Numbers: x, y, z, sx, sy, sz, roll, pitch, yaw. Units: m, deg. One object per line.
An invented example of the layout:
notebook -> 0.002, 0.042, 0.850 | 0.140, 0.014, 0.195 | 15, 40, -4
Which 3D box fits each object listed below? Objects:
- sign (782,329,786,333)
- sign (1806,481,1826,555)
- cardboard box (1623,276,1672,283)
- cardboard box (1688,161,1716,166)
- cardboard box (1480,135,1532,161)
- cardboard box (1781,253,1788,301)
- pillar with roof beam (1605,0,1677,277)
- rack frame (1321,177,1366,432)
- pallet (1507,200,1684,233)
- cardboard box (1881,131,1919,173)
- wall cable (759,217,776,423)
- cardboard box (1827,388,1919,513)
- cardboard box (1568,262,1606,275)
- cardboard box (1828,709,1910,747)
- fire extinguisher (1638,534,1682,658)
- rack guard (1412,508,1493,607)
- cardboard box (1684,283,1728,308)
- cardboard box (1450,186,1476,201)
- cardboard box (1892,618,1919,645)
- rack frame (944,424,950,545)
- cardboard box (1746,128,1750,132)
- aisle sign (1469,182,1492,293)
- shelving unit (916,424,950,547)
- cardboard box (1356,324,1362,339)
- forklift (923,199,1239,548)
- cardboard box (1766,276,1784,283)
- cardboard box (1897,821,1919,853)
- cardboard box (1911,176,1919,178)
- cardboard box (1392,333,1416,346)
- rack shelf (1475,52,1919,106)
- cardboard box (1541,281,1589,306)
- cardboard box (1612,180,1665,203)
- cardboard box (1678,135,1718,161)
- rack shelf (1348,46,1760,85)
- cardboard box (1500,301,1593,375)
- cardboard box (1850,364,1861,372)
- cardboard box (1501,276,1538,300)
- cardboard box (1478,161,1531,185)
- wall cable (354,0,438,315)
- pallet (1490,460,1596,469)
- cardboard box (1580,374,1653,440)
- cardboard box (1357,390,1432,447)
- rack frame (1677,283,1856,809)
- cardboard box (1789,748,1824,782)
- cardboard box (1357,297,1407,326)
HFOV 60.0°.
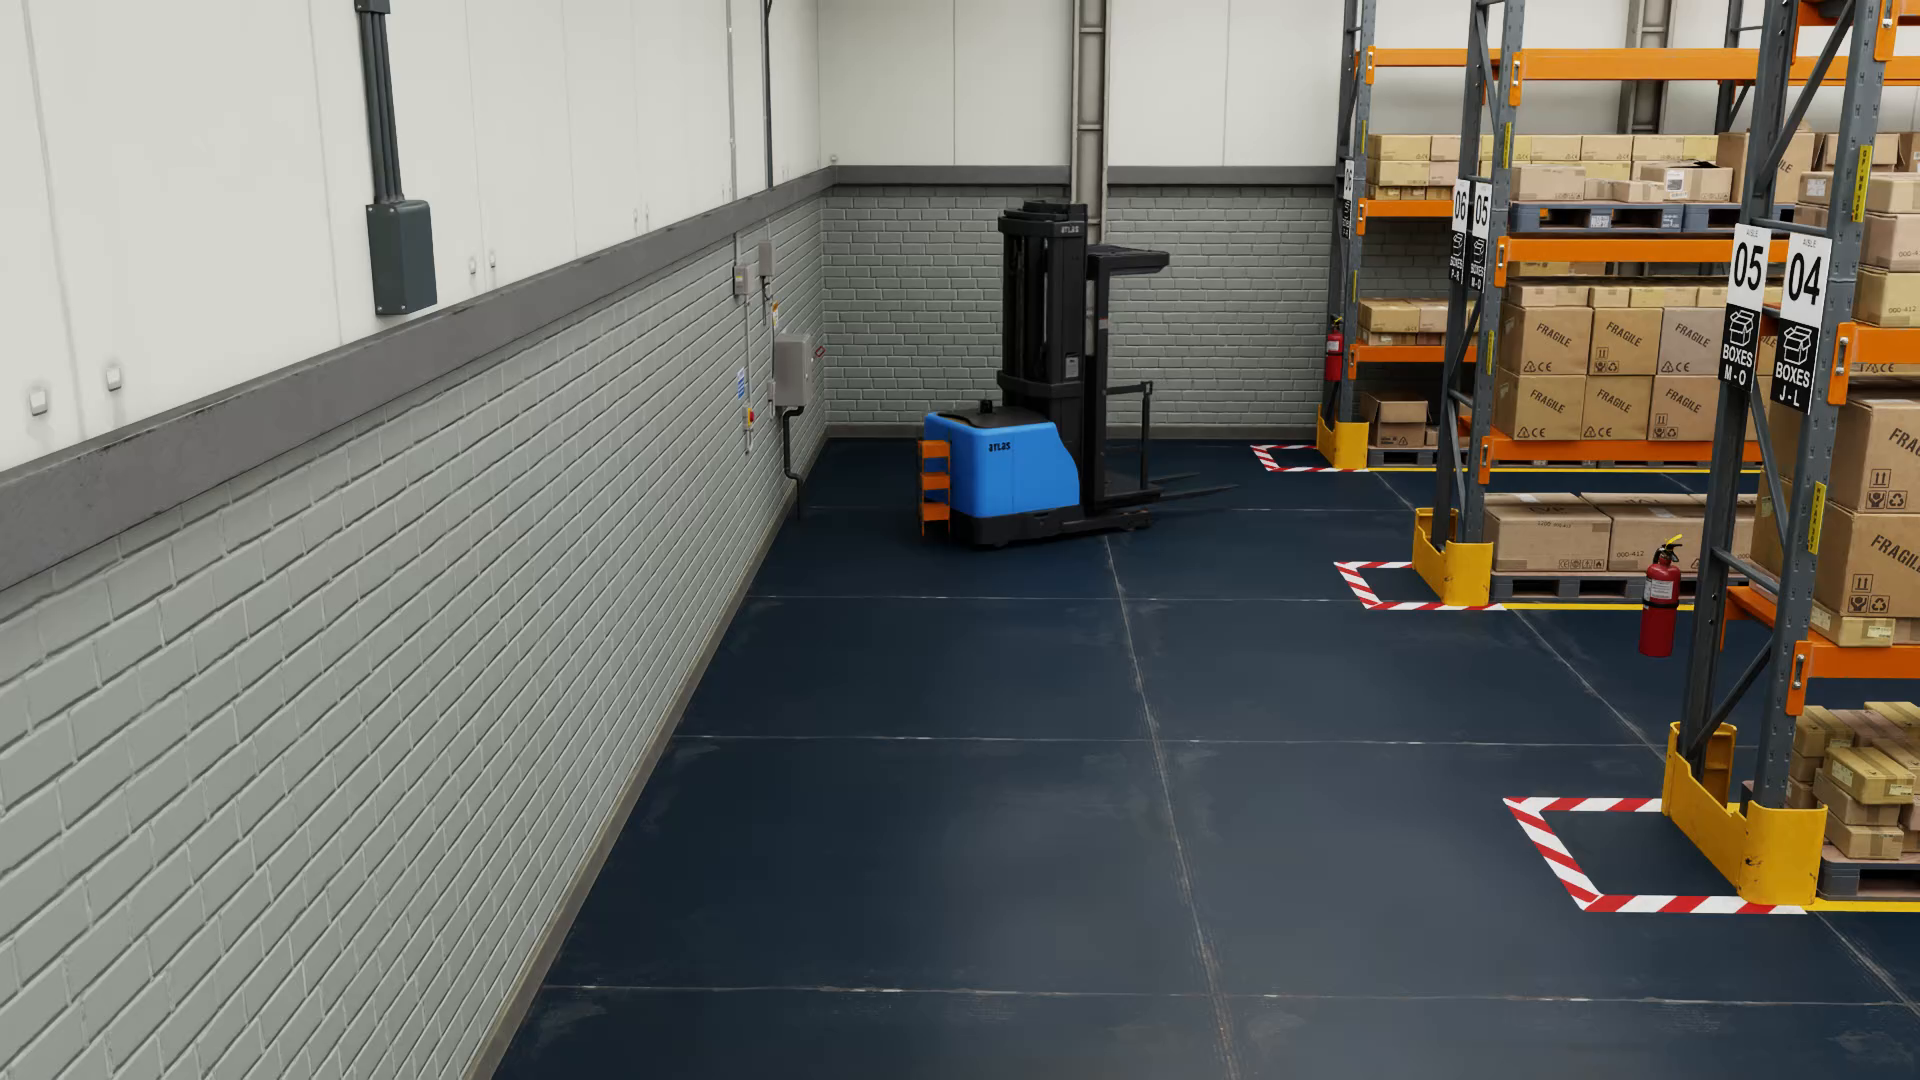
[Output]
sign -> -1.657, -1.731, 15.707 | 0.001, 0.494, 0.329 | 0, 15, 1
sign -> 3.936, -0.101, 7.647 | 0.005, 0.325, 0.100 | 0, 15, 1
cardboard box -> 5.364, -1.971, 13.002 | 0.250, 0.149, 0.380 | 0, 15, 1
cardboard box -> 7.608, -3.785, 17.137 | 0.500, 0.250, 0.500 | 0, 15, 2
cardboard box -> 5.546, -4.039, 17.118 | 0.500, 0.250, 0.500 | 0, 15, 1
cardboard box -> 4.411, -1.264, 8.163 | 0.500, 0.250, 0.500 | 0, 15, 0
pillar with roof beam -> 7.314, -4.361, 13.730 | 0.400, 9.000, 9.100 | 0, 15, 1
rack frame -> 4.098, -2.350, 17.867 | 0.127, 3.000, 1.000 | 0, 15, 1
pallet -> 4.717, -2.490, 12.690 | 1.213, 0.211, 1.003 | 0, 15, 1
cardboard box -> 7.391, -2.866, 12.726 | 0.500, 0.500, 0.500 | 1, 15, 2
wall cable -> -1.637, -1.968, 14.428 | 0.122, 1.984, 0.588 | 0, 15, 1
cardboard box -> 4.392, -0.426, 7.836 | 0.500, 0.500, 0.500 | 0, 15, 1
cardboard box -> 6.615, -2.835, 17.948 | 0.500, 0.500, 0.500 | 0, 15, 0
cardboard box -> 4.735, 1.022, 8.686 | 0.250, 0.149, 0.380 | 1, 15, 3
fire extinguisher -> 3.710, 0.277, 8.792 | 0.183, 0.674, 0.296 | 0, 15, 1
rack guard -> 3.951, 0.124, 13.389 | 0.348, 0.500, 1.175 | 0, 15, 1
cardboard box -> 5.620, -1.844, 12.524 | 0.250, 0.149, 0.380 | 1, 15, 2
cardboard box -> 5.176, -3.589, 17.174 | 0.250, 0.149, 0.380 | 1, 15, 3
cardboard box -> 4.521, 0.377, 8.023 | 0.250, 0.149, 0.380 | 1, 15, 3
rack frame -> -0.116, -0.484, 14.618 | 0.008, 1.050, 0.200 | -4, 15, -14
cardboard box -> 8.405, -4.264, 17.319 | 0.258, 0.266, 0.396 | 0, 15, 1
aisle sign -> 3.896, -2.268, 12.459 | 0.004, 0.787, 0.394 | 0, 15, 1
shelving unit -> -0.234, -0.477, 14.588 | 0.252, 1.050, 0.215 | -4, 15, -14
cardboard box -> 4.437, -2.295, 18.151 | 0.250, 0.149, 0.380 | 0, 15, 1
forklift -> 1.202, -1.603, 15.171 | 3.031, 2.935, 1.130 | -8, 17, -29
cardboard box -> 6.387, -1.967, 12.989 | 0.250, 0.149, 0.380 | 0, 15, 1
cardboard box -> 4.729, 1.420, 8.343 | 0.250, 0.149, 0.380 | 0, 15, 1
cardboard box -> 4.522, -1.567, 7.552 | 0.250, 0.149, 0.380 | 1, 15, 4
cardboard box -> 4.676, -2.167, 17.664 | 0.250, 0.149, 0.380 | 1, 15, 3
rack shelf -> 5.975, -3.431, 12.397 | 4.000, 0.370, 1.077 | 0, 15, 1
cardboard box -> 4.587, -1.873, 12.632 | 0.250, 0.149, 0.380 | 1, 15, 3
cardboard box -> 5.057, -2.599, 12.403 | 0.250, 0.149, 0.380 | 1, 15, 3
cardboard box -> 7.586, -4.029, 17.083 | 0.500, 0.250, 0.500 | 0, 15, 2
rack shelf -> 6.098, -4.888, 17.145 | 4.000, 0.370, 1.077 | 0, 15, 1
cardboard box -> 4.448, -1.540, 12.642 | 0.500, 0.500, 0.500 | 0, 15, 0
cardboard box -> 6.479, -1.529, 12.599 | 0.500, 0.500, 0.500 | 1, 15, 2
cardboard box -> 4.339, -1.978, 13.031 | 0.250, 0.149, 0.380 | 1, 15, 2
cardboard box -> 5.555, -3.795, 17.173 | 0.500, 0.250, 0.500 | 0, 15, 0
wall cable -> -1.842, -3.929, 5.786 | 0.120, 5.999, 2.277 | 0, 15, 1
pallet -> 6.188, -0.987, 18.170 | 1.213, 0.211, 1.003 | 0, 15, 1
cardboard box -> 4.954, -1.060, 12.782 | 0.500, 0.500, 0.500 | 0, 15, 1
cardboard box -> 4.707, -1.318, 18.025 | 0.637, 0.503, 0.797 | 0, 15, -1
rack frame -> 3.950, 0.179, 8.282 | 0.127, 3.000, 1.000 | 0, 15, 1
cardboard box -> 4.485, 1.141, 8.817 | 0.250, 0.149, 0.380 | 0, 15, 0
cardboard box -> 4.565, -2.486, 18.094 | 0.500, 0.250, 0.500 | 1, 15, 3
